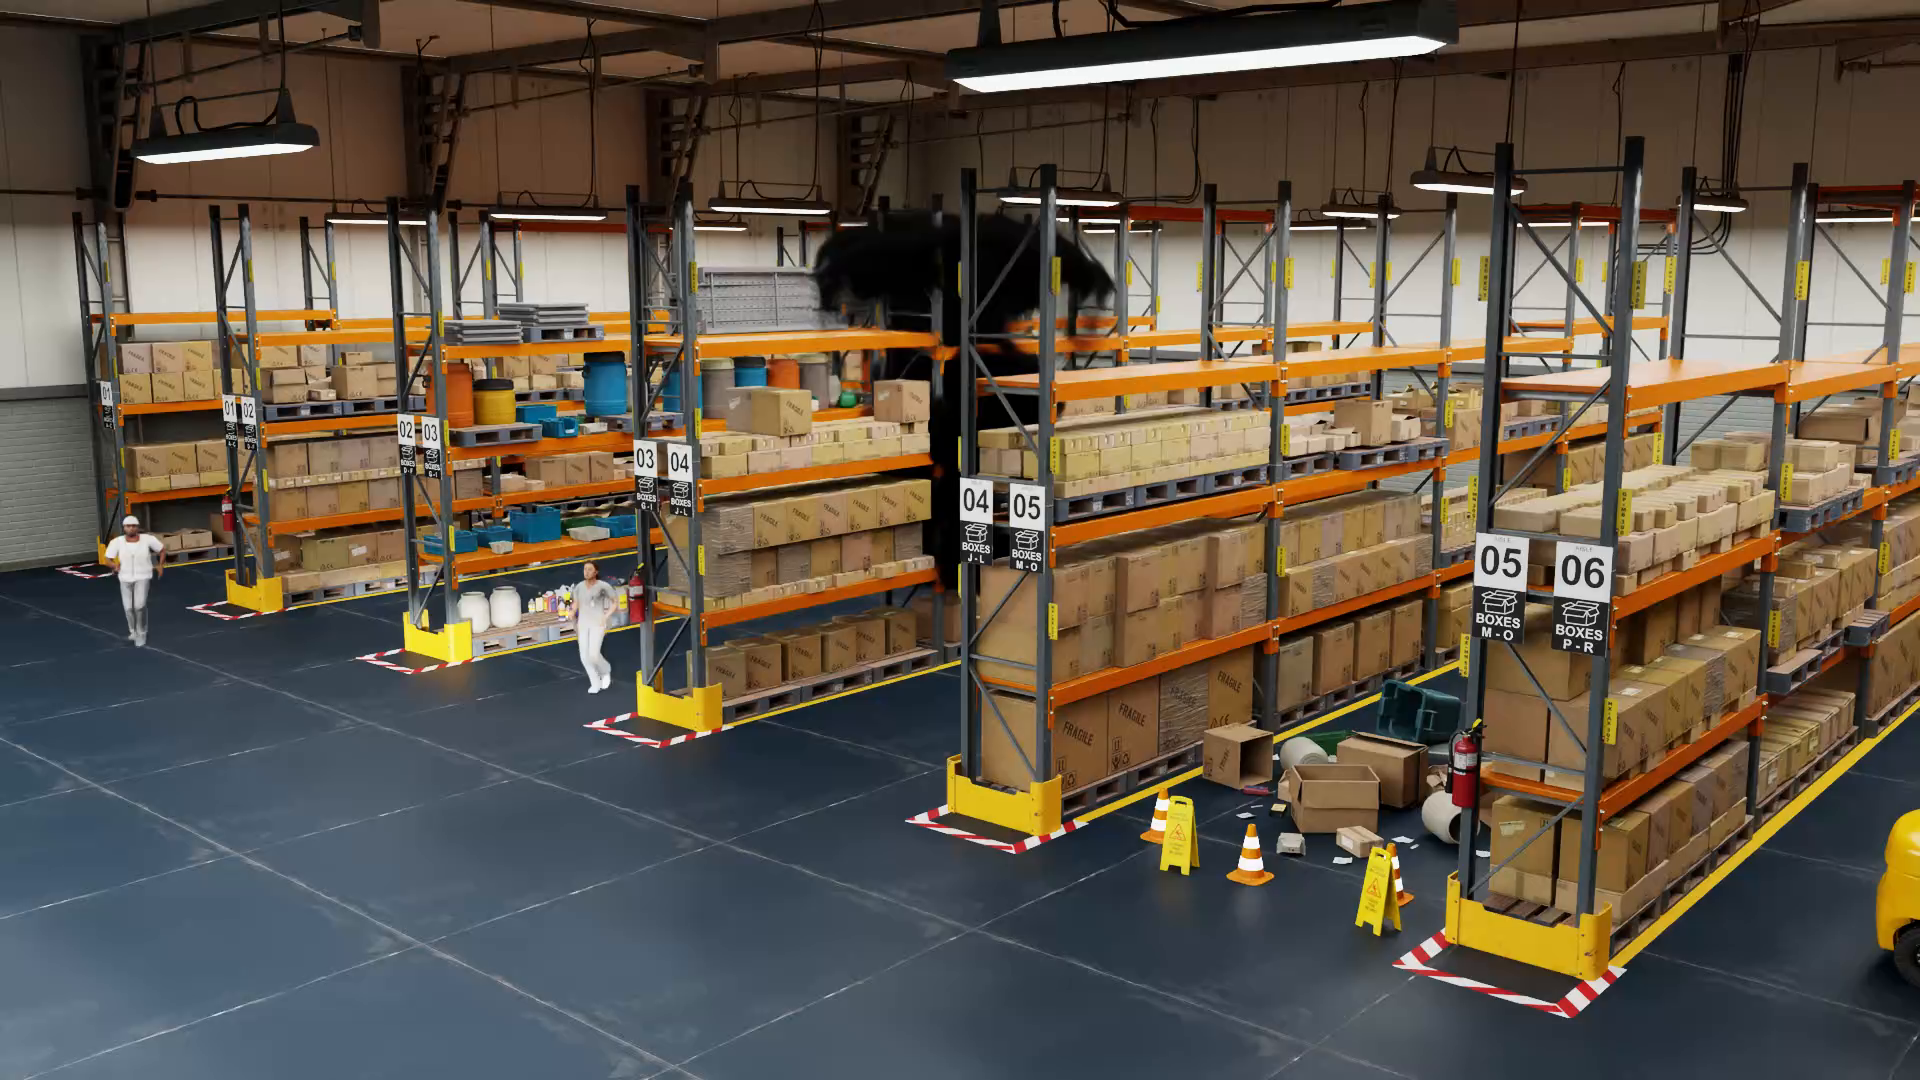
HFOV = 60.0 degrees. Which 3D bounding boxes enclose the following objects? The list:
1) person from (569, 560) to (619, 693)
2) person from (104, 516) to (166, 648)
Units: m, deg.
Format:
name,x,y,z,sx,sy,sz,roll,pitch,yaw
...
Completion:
name,x,y,z,sx,sy,sz,roll,pitch,yaw
person,-4.439,1.055,20.011,0.556,1.617,0.561,3,10,15
person,-11.215,0.566,22.605,0.714,1.808,0.700,-2,10,-14
